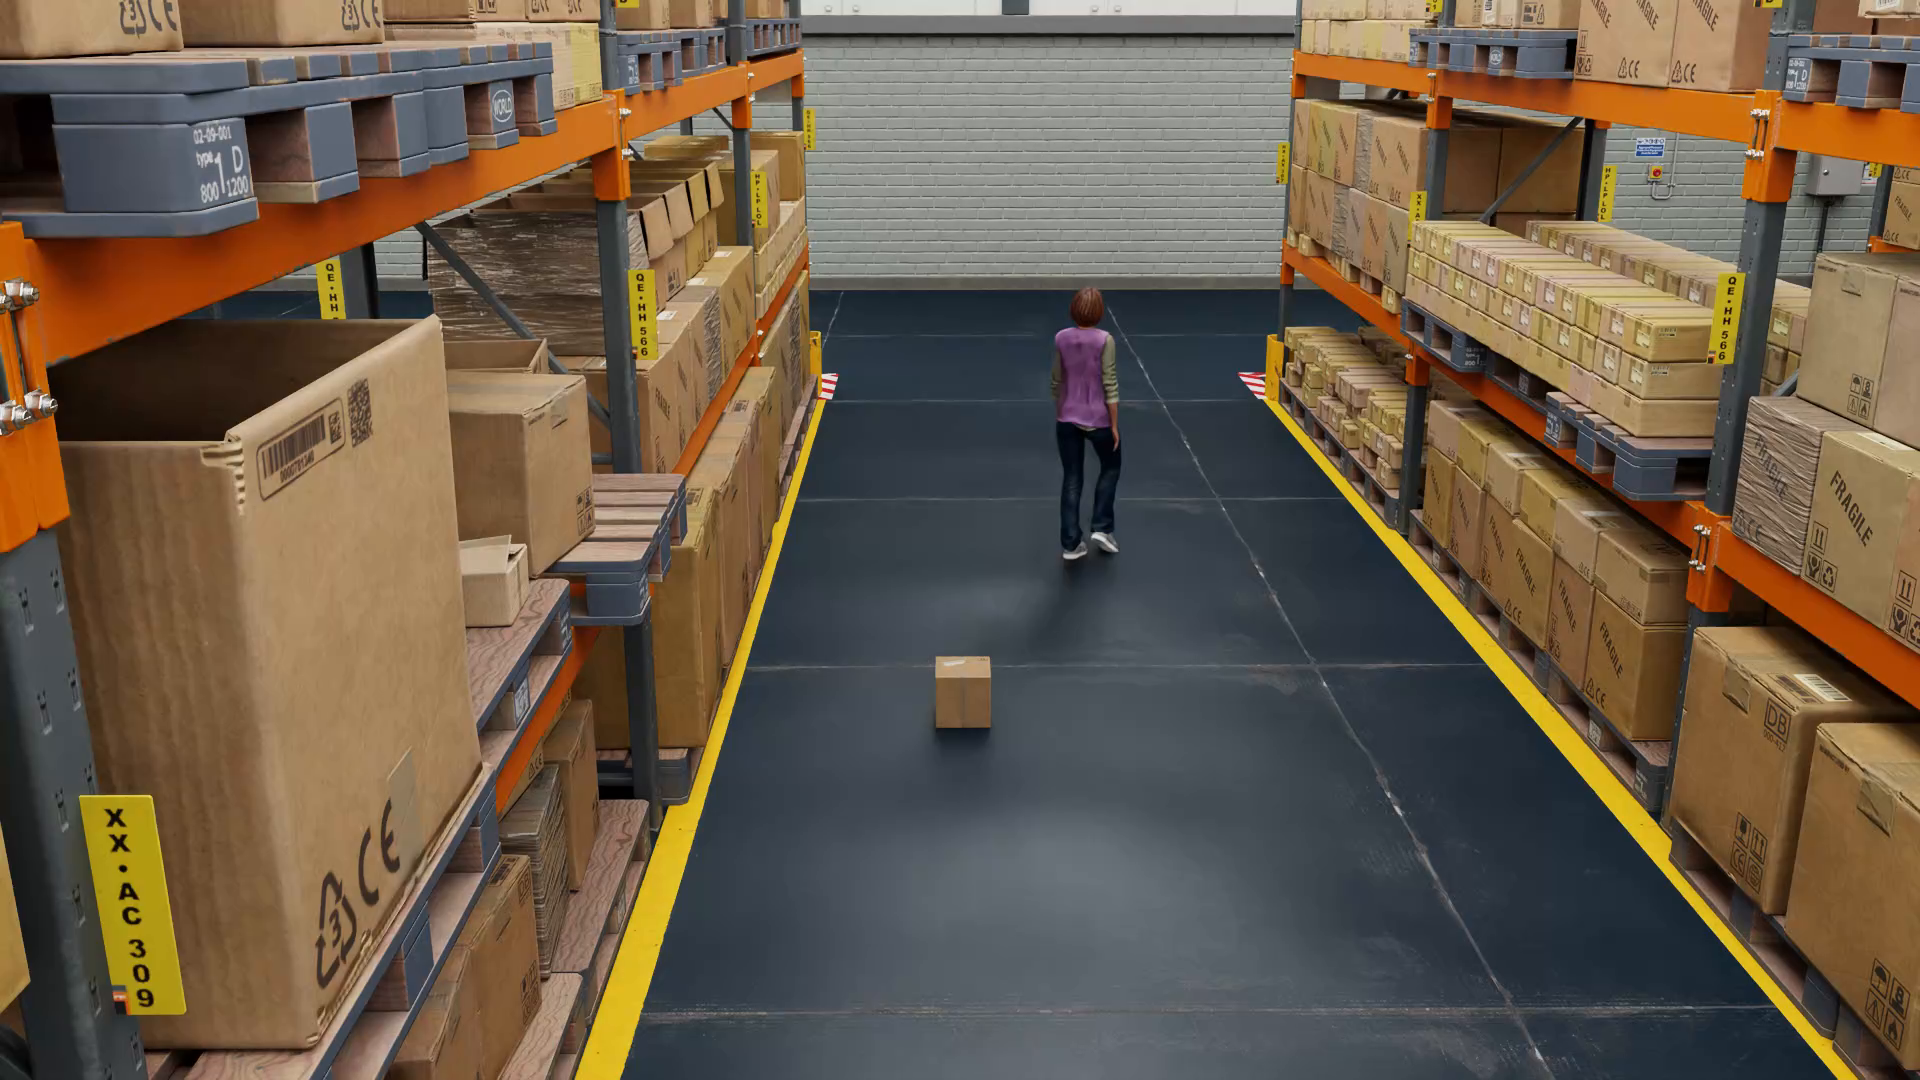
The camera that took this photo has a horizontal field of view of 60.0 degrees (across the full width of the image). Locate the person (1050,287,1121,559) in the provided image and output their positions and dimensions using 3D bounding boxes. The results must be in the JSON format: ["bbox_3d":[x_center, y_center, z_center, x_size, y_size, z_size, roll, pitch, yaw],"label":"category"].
[{"bbox_3d":[0.730,-0.653,9.665,0.454,1.648,0.519,7,19,21],"label":"person"}]
